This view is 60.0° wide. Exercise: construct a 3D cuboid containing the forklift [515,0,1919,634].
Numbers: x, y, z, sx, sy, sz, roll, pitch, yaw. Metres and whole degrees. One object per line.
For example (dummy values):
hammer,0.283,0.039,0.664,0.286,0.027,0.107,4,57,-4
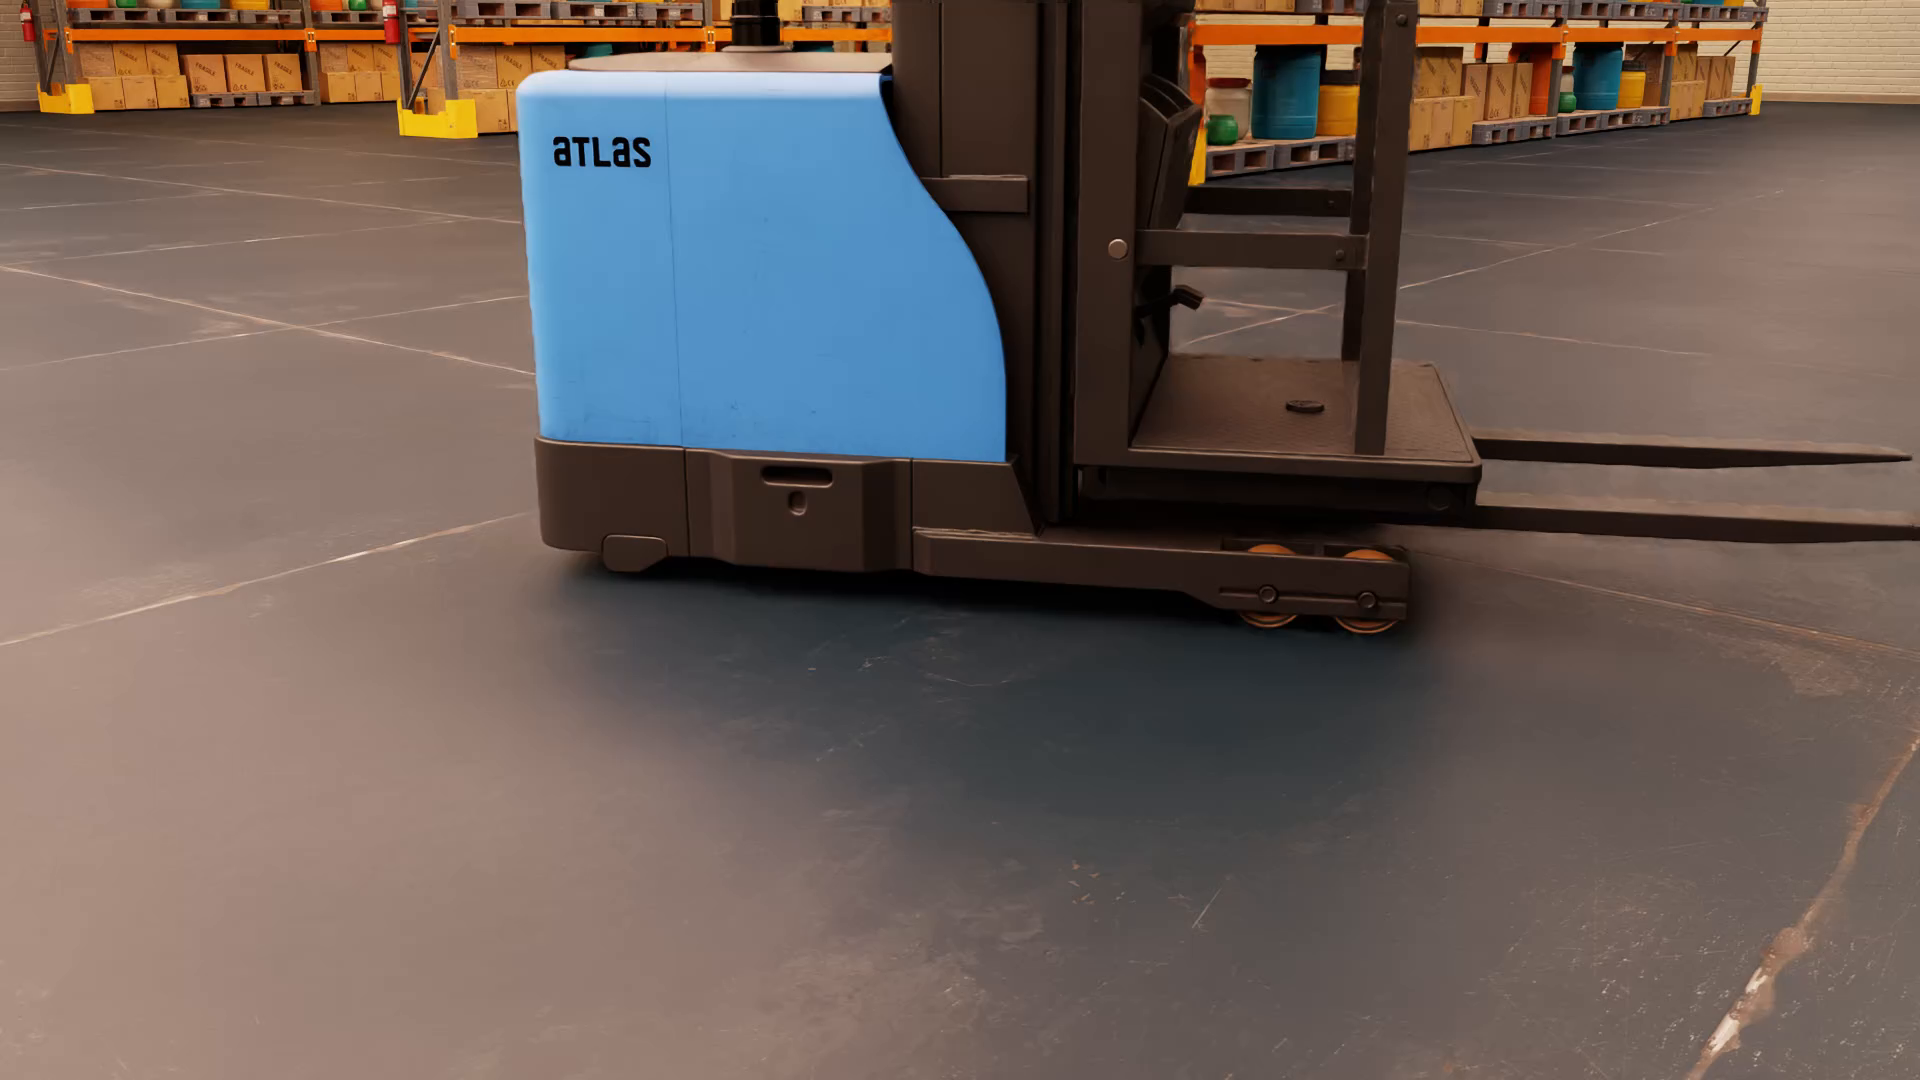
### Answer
forklift,0.635,-1.382,3.449,3.031,2.935,1.130,3,17,11
